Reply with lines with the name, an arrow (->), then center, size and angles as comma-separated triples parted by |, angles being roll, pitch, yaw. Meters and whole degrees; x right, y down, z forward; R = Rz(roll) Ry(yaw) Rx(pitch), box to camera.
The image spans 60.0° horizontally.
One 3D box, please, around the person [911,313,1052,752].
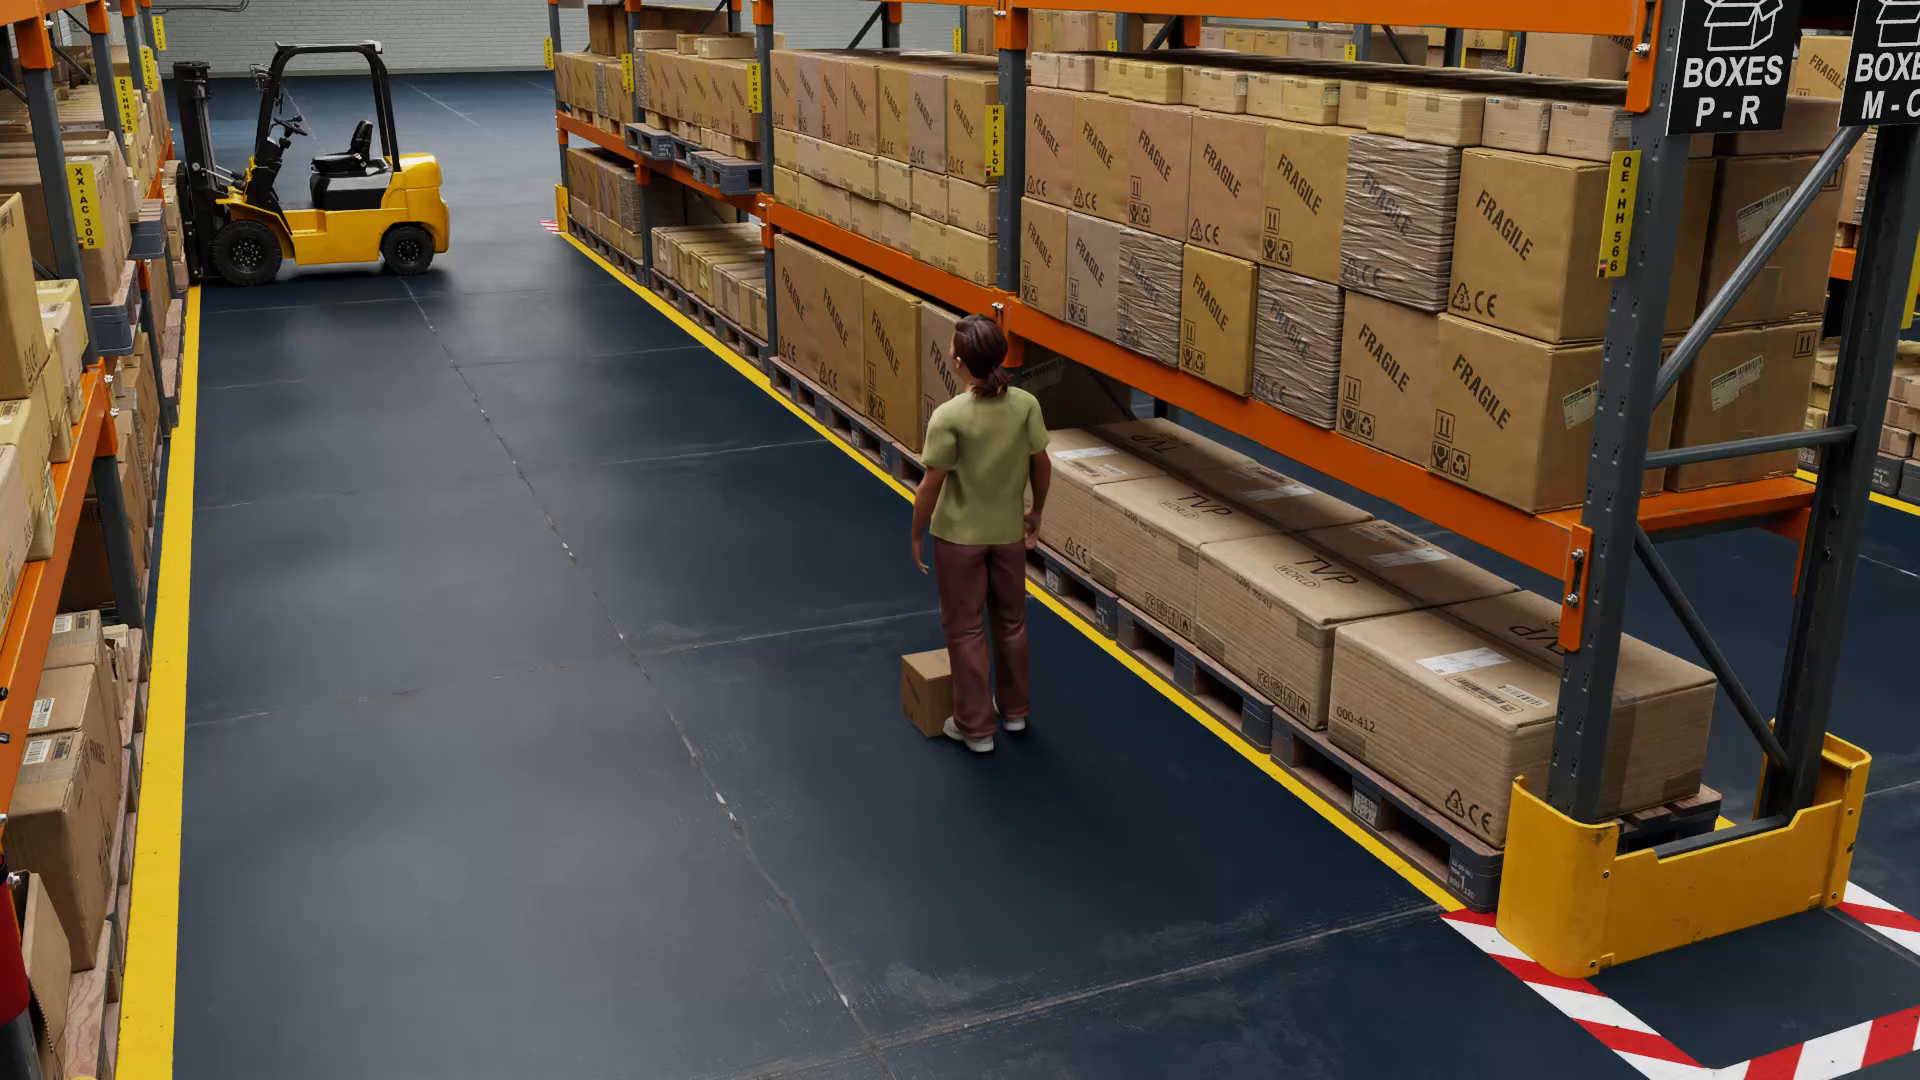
person -> 0.050, -0.027, 6.117 | 0.552, 1.674, 0.549 | -8, 20, -22
